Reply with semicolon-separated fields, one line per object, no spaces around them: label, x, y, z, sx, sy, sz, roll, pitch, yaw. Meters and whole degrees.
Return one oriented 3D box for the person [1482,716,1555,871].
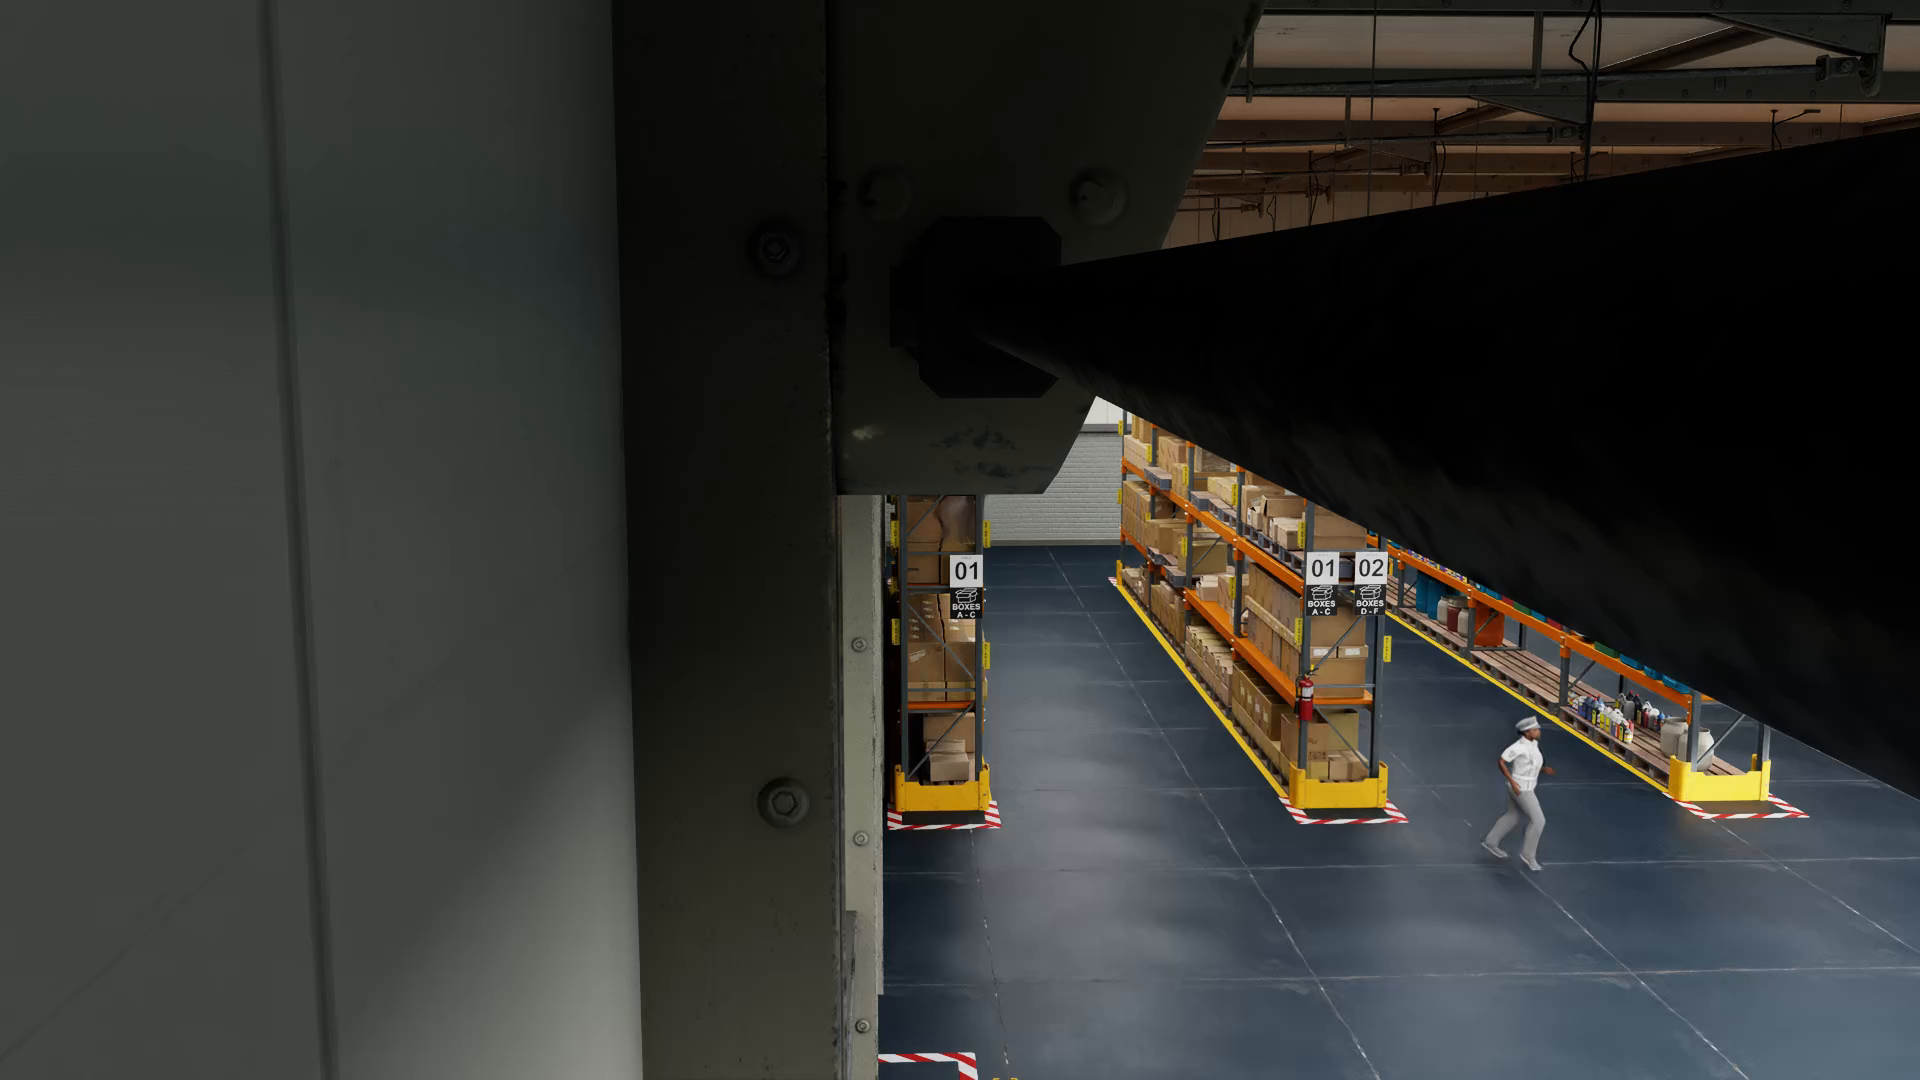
person;6.227;2.796;18.507;0.736;1.747;0.560;5;10;29

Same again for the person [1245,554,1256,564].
person;6.114;0.469;34.143;0.632;1.680;0.780;-1;9;-9
